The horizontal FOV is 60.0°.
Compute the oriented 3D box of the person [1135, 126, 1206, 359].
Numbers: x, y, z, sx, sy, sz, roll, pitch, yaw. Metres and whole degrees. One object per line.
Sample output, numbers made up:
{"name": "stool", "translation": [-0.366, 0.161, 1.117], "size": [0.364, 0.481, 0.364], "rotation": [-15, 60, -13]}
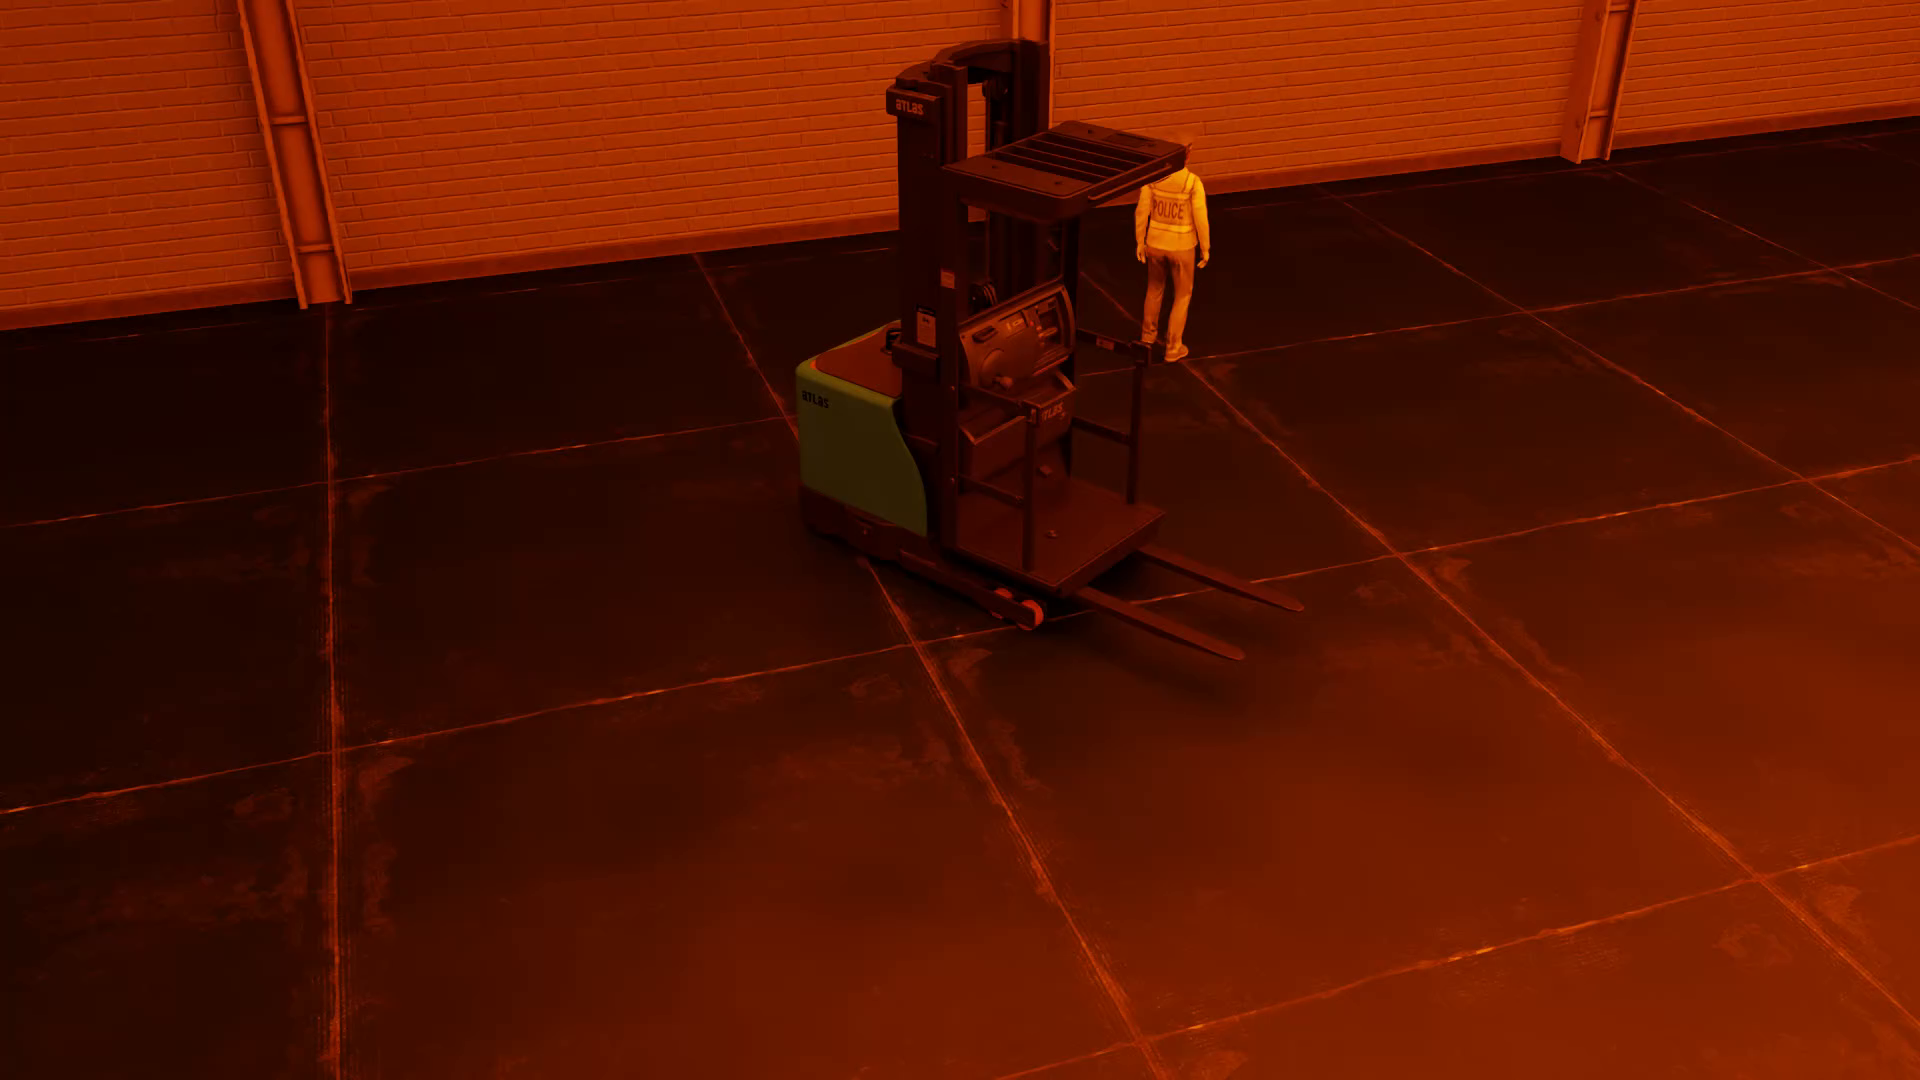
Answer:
{"name": "person", "translation": [1.532, -2.141, 12.080], "size": [0.546, 1.664, 0.375], "rotation": [14, 33, 23]}

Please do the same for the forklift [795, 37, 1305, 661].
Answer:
{"name": "forklift", "translation": [0.481, -1.071, 8.949], "size": [3.031, 2.935, 1.130], "rotation": [23, 37, 34]}
